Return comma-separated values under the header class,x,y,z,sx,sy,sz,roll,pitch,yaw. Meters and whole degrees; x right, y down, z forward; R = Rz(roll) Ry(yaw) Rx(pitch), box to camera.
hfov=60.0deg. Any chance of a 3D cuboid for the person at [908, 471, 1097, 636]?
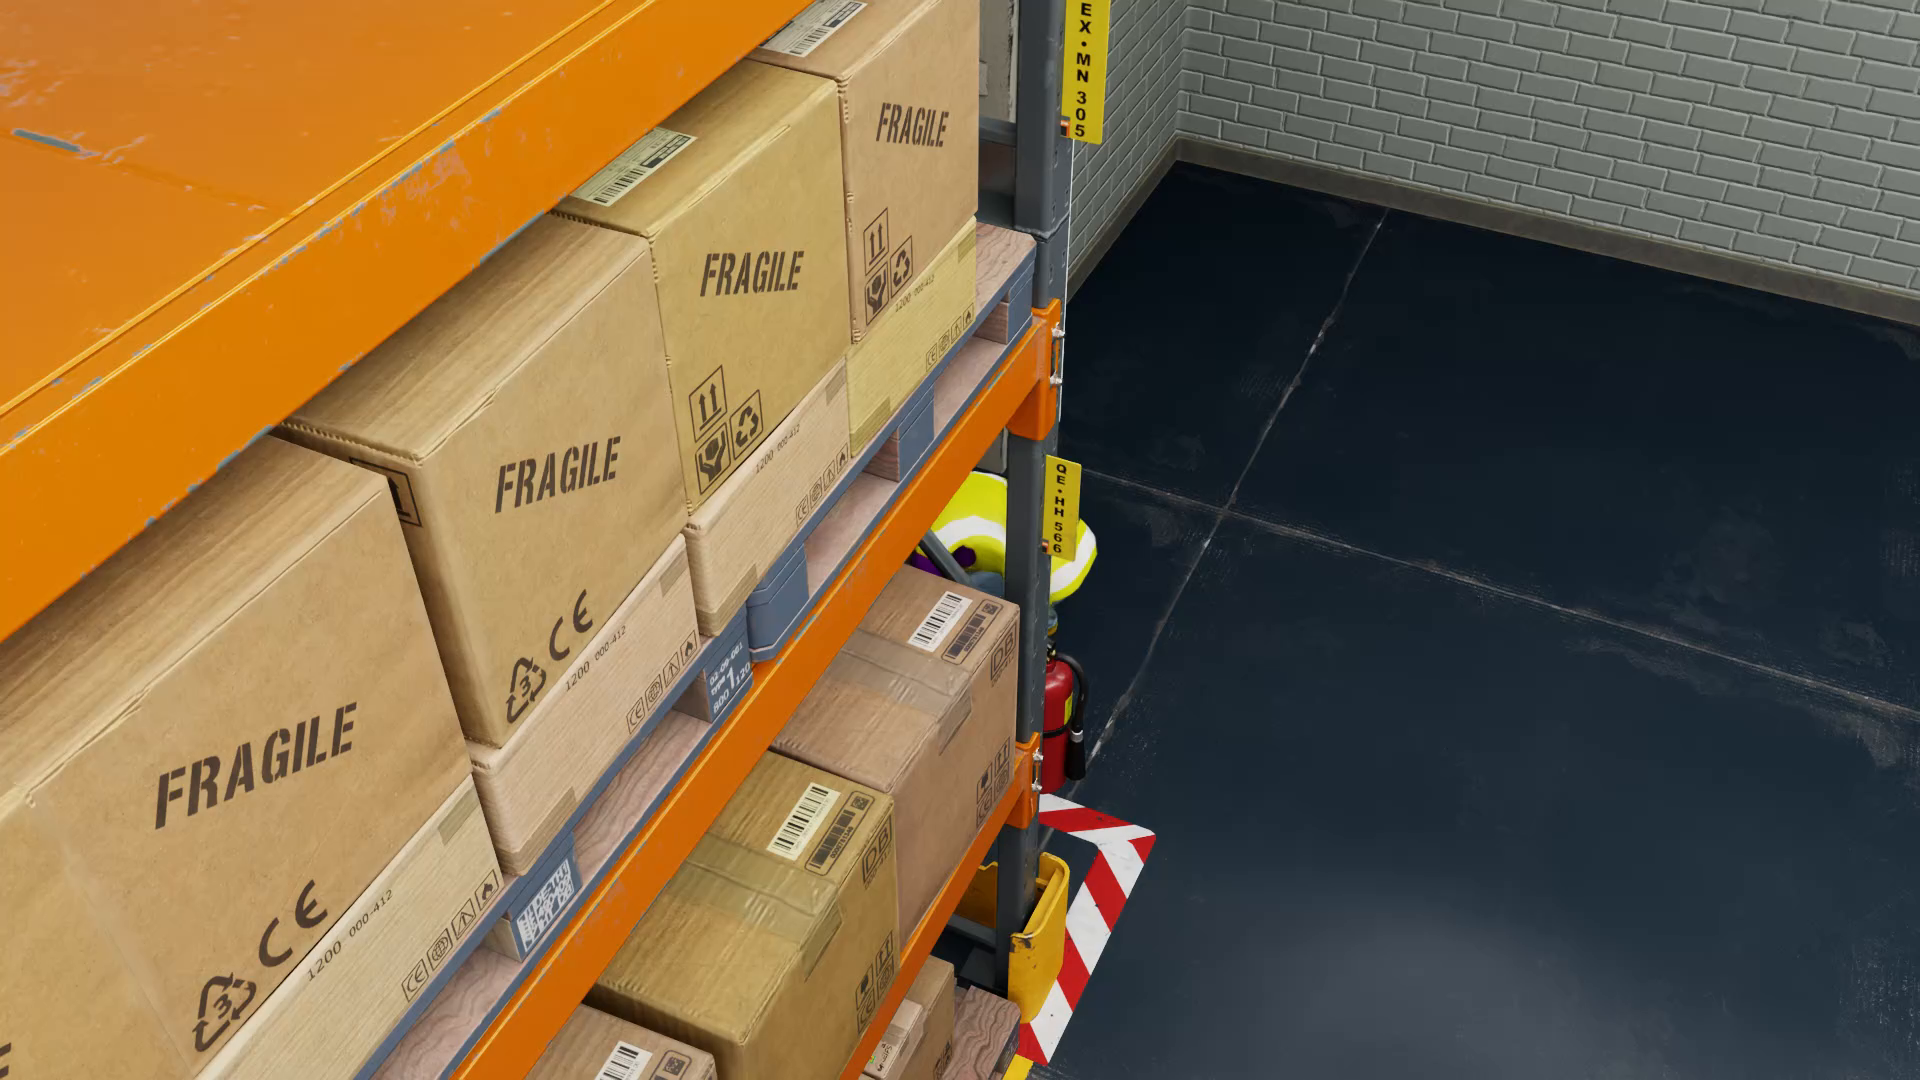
class,x,y,z,sx,sy,sz,roll,pitch,yaw
person,0.053,0.111,6.768,0.964,0.805,0.526,16,44,17
